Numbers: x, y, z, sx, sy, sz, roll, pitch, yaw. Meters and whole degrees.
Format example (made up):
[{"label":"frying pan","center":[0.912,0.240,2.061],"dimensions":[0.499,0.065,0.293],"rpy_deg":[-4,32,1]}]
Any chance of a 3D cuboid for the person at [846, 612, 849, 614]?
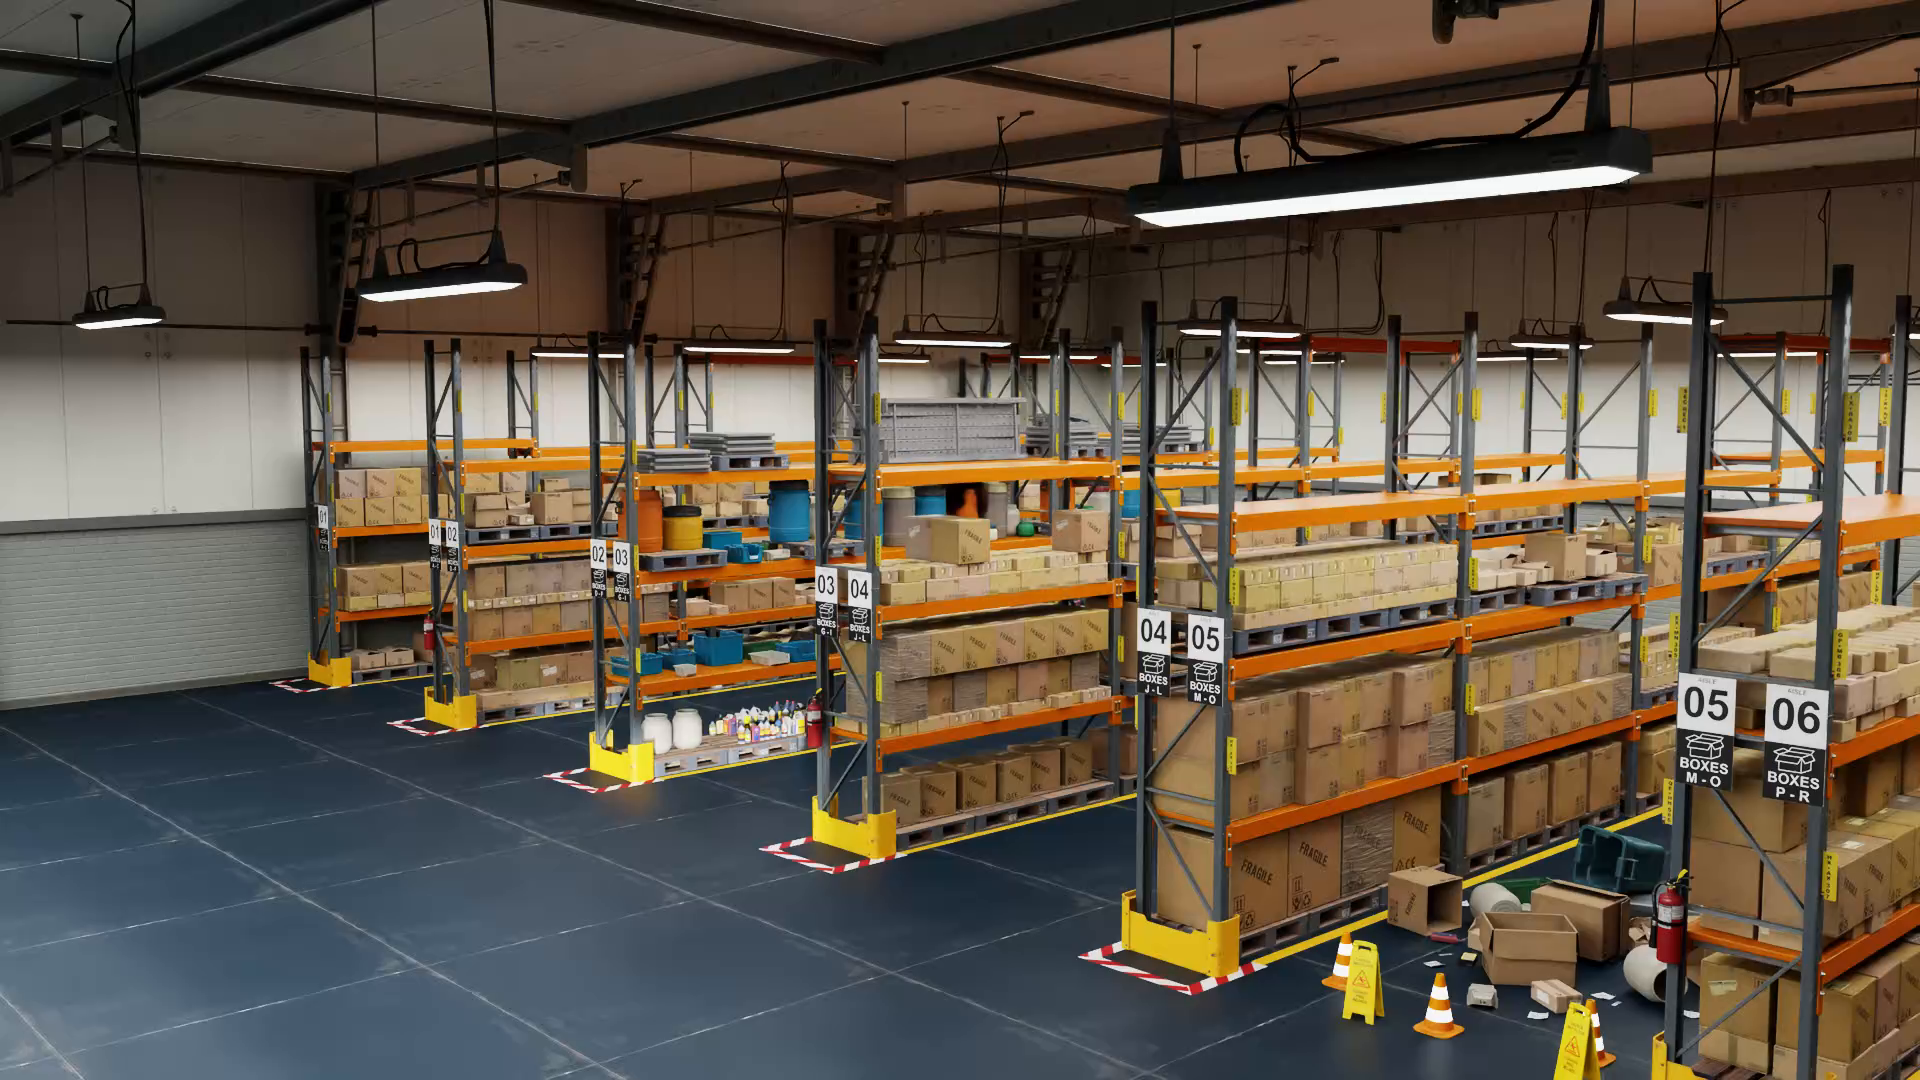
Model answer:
[{"label":"person","center":[-2.037,1.431,33.733],"dimensions":[0.986,1.627,0.611],"rpy_deg":[-4,6,-39]}]
